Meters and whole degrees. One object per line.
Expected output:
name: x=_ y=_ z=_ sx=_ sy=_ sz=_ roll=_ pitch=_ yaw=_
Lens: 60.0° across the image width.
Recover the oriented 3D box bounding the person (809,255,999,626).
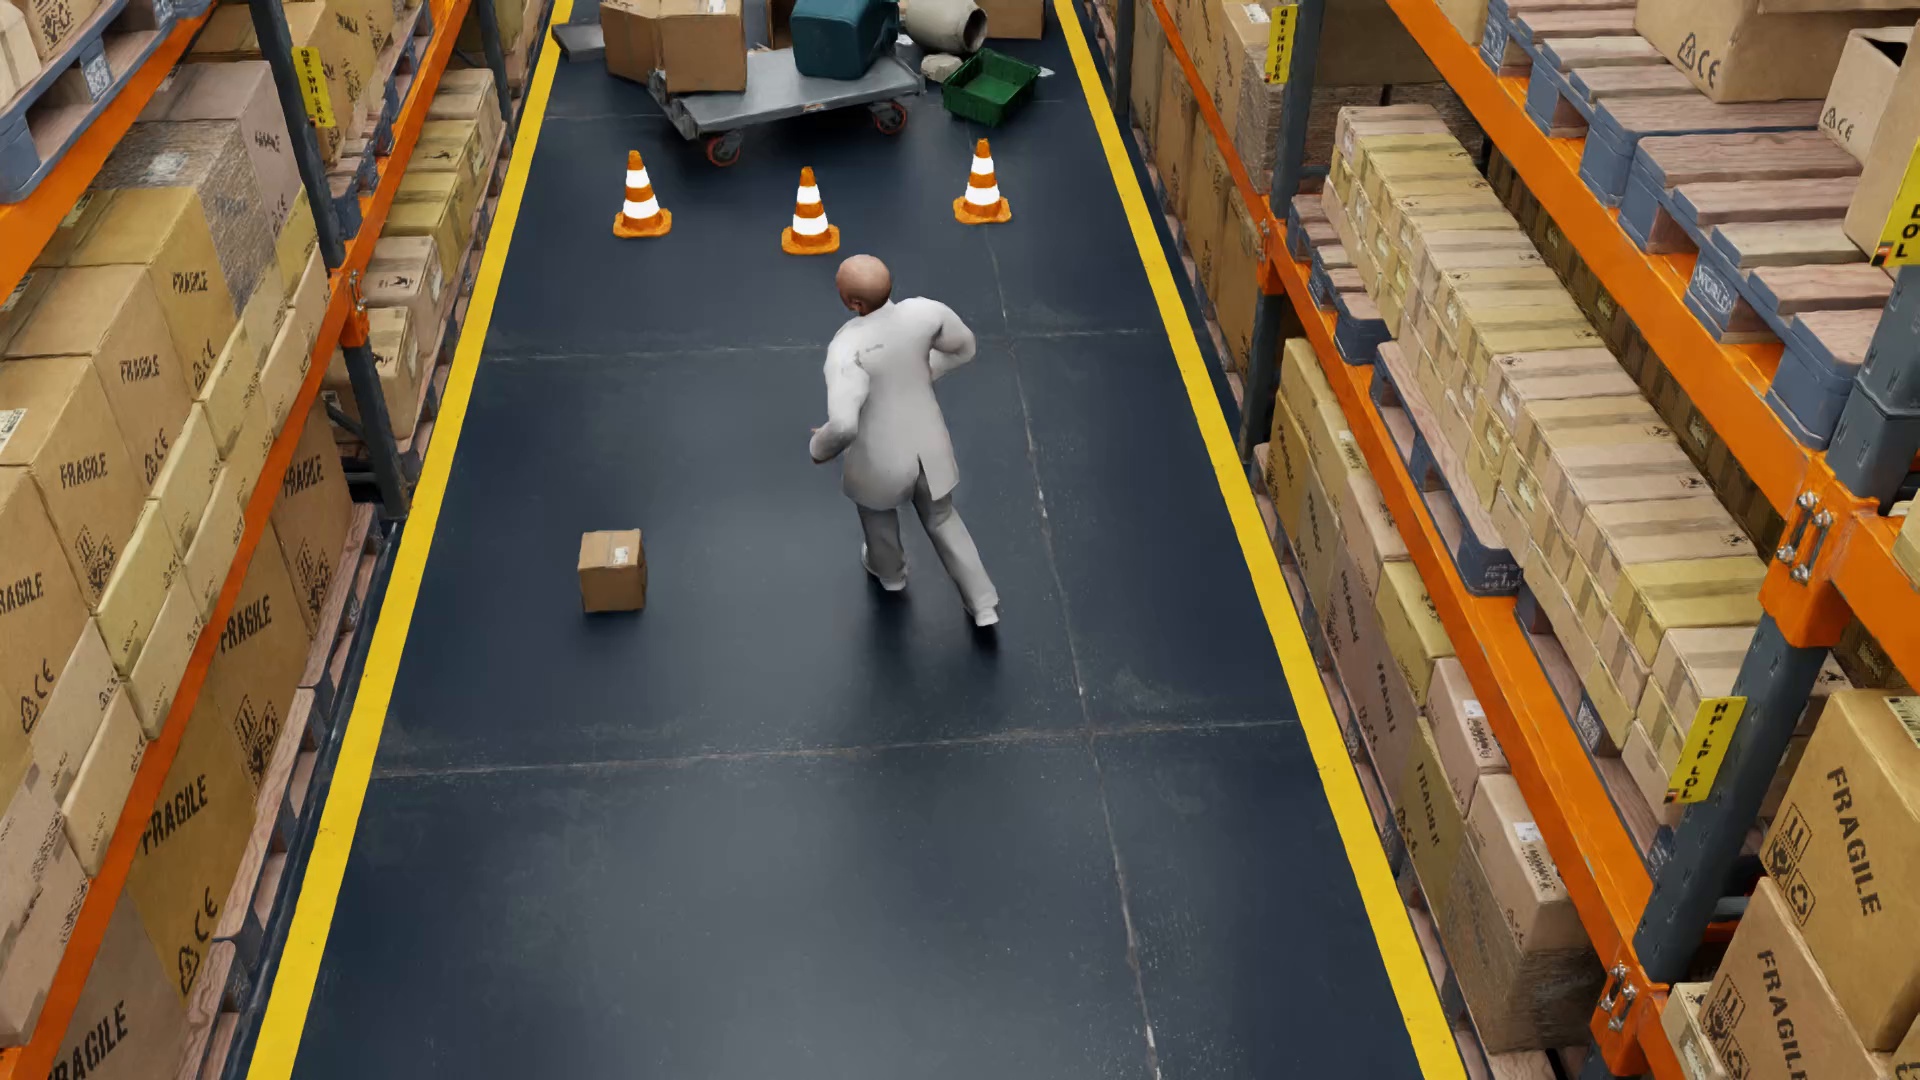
person: x=-0.284 y=-0.368 z=6.608 sx=0.769 sy=1.768 sz=0.894 roll=-25 pitch=45 yaw=-28
